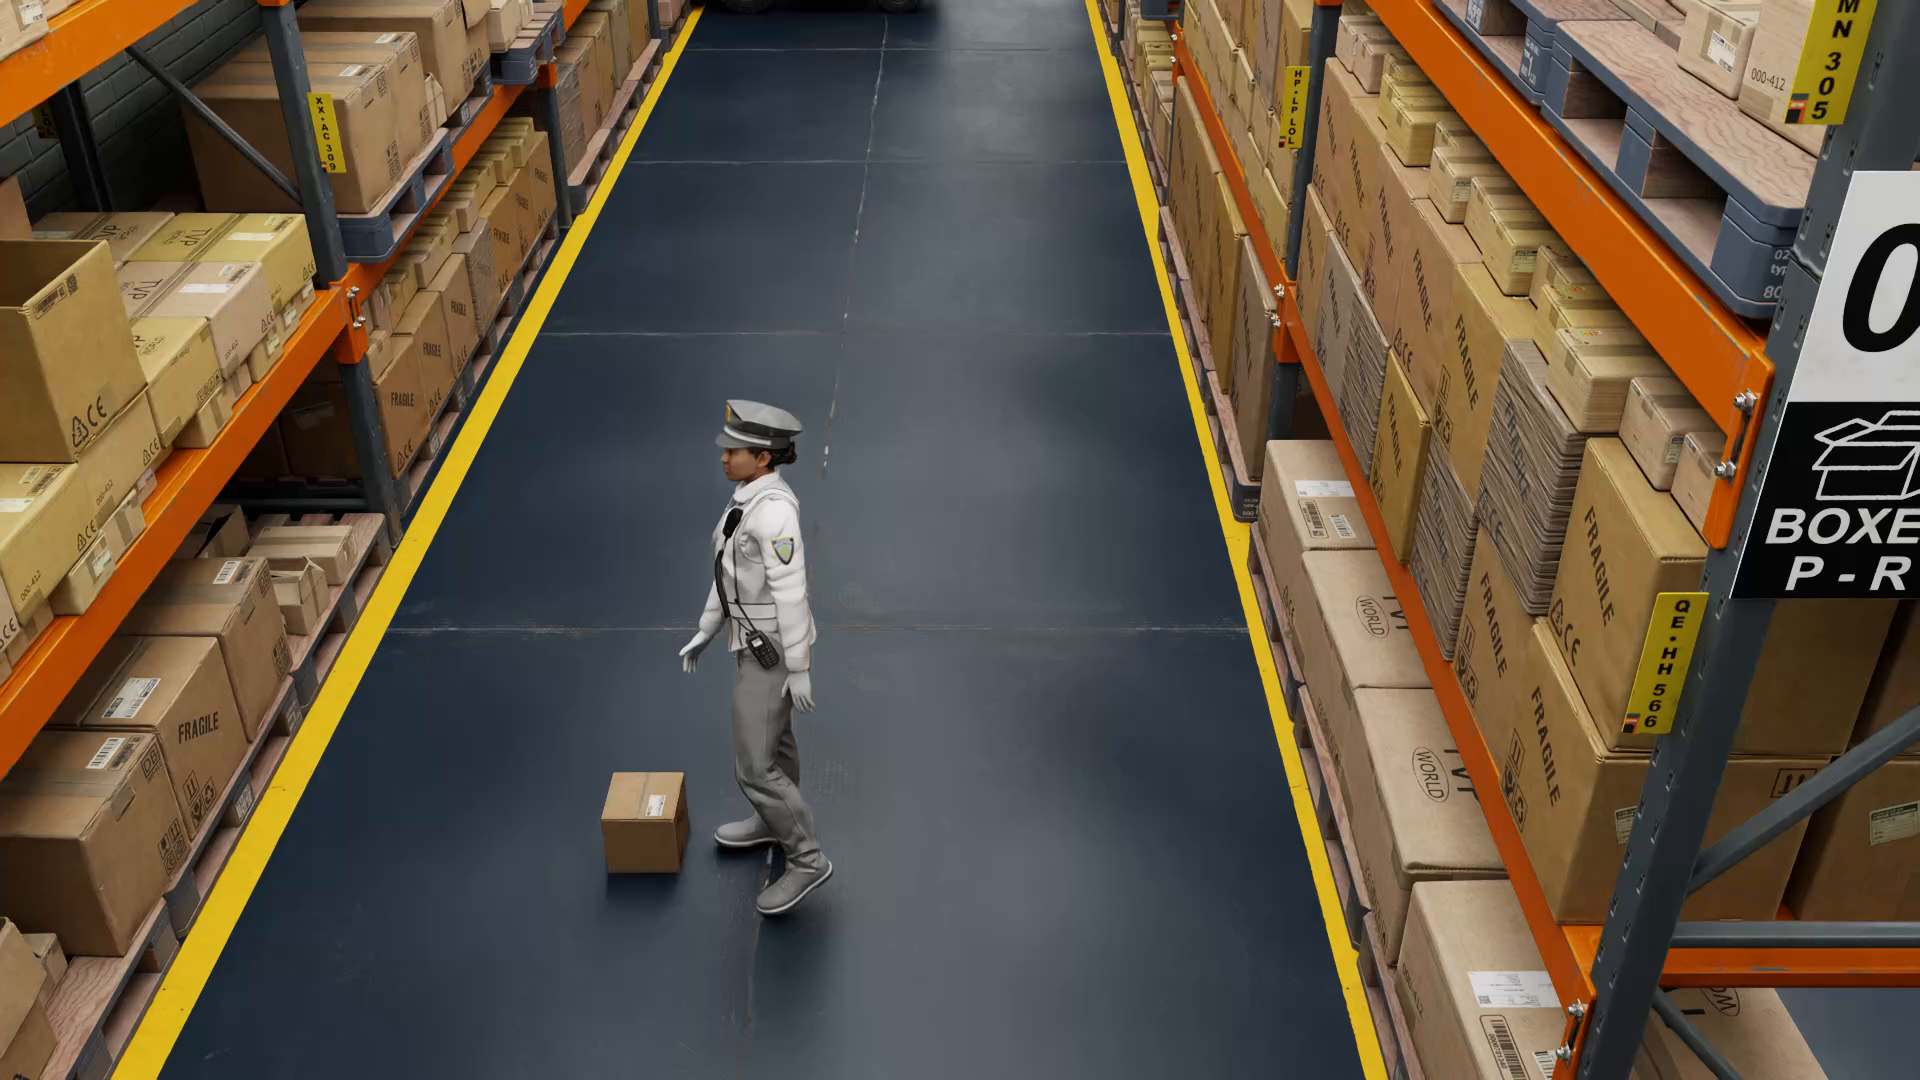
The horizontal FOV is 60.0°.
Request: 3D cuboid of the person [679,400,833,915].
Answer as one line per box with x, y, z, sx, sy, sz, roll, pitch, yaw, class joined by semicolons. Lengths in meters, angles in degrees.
-0.688;0.398;5.439;0.485;1.686;0.717;-2;32;-4;person
